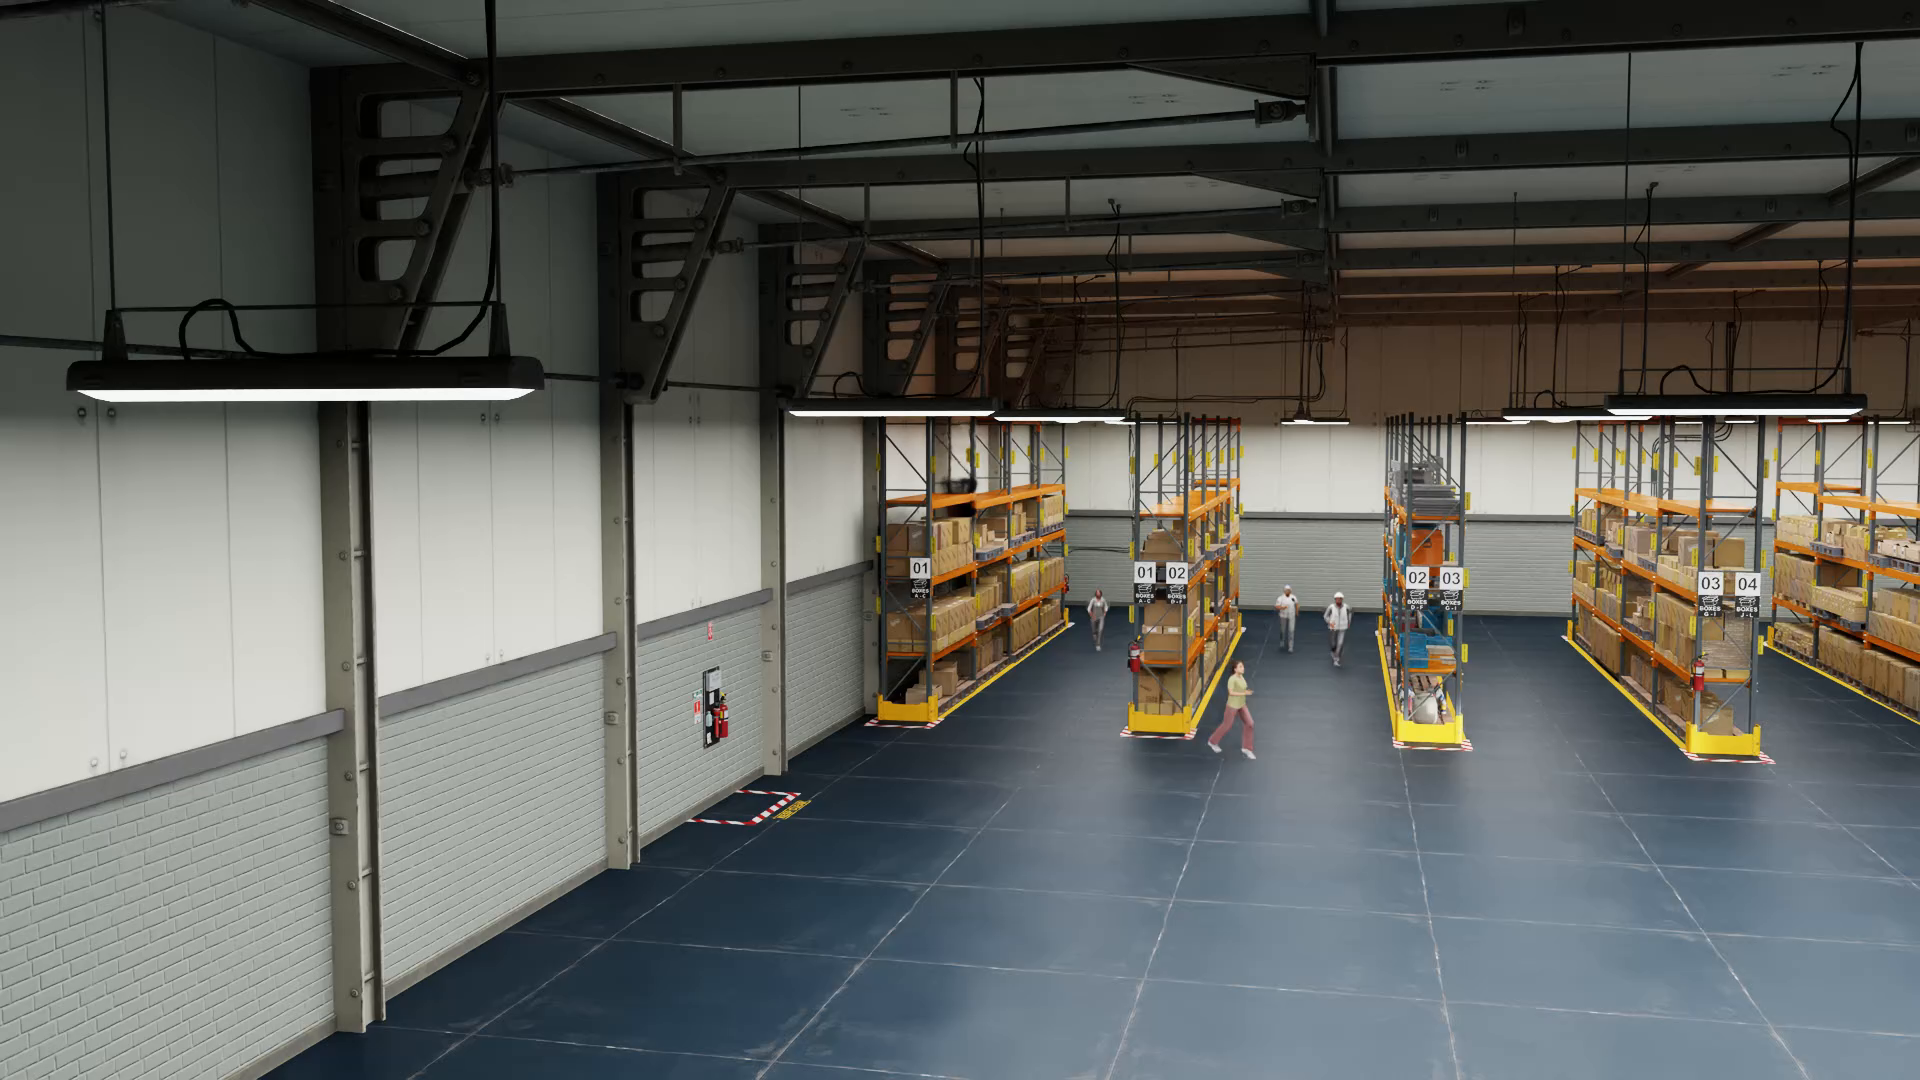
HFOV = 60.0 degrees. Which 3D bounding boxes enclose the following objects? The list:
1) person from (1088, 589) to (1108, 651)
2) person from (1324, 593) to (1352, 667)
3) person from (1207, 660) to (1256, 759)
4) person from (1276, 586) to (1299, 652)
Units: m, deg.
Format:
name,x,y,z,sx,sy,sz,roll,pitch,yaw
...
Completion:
name,x,y,z,sx,sy,sz,roll,pitch,yaw
person,3.571,2.053,43.079,0.532,1.571,0.844,0,4,6
person,9.139,2.141,40.202,0.684,1.764,0.880,0,4,7
person,4.747,2.942,28.944,0.882,1.694,0.581,3,5,42
person,8.390,1.994,42.605,0.607,1.651,0.899,0,4,7
